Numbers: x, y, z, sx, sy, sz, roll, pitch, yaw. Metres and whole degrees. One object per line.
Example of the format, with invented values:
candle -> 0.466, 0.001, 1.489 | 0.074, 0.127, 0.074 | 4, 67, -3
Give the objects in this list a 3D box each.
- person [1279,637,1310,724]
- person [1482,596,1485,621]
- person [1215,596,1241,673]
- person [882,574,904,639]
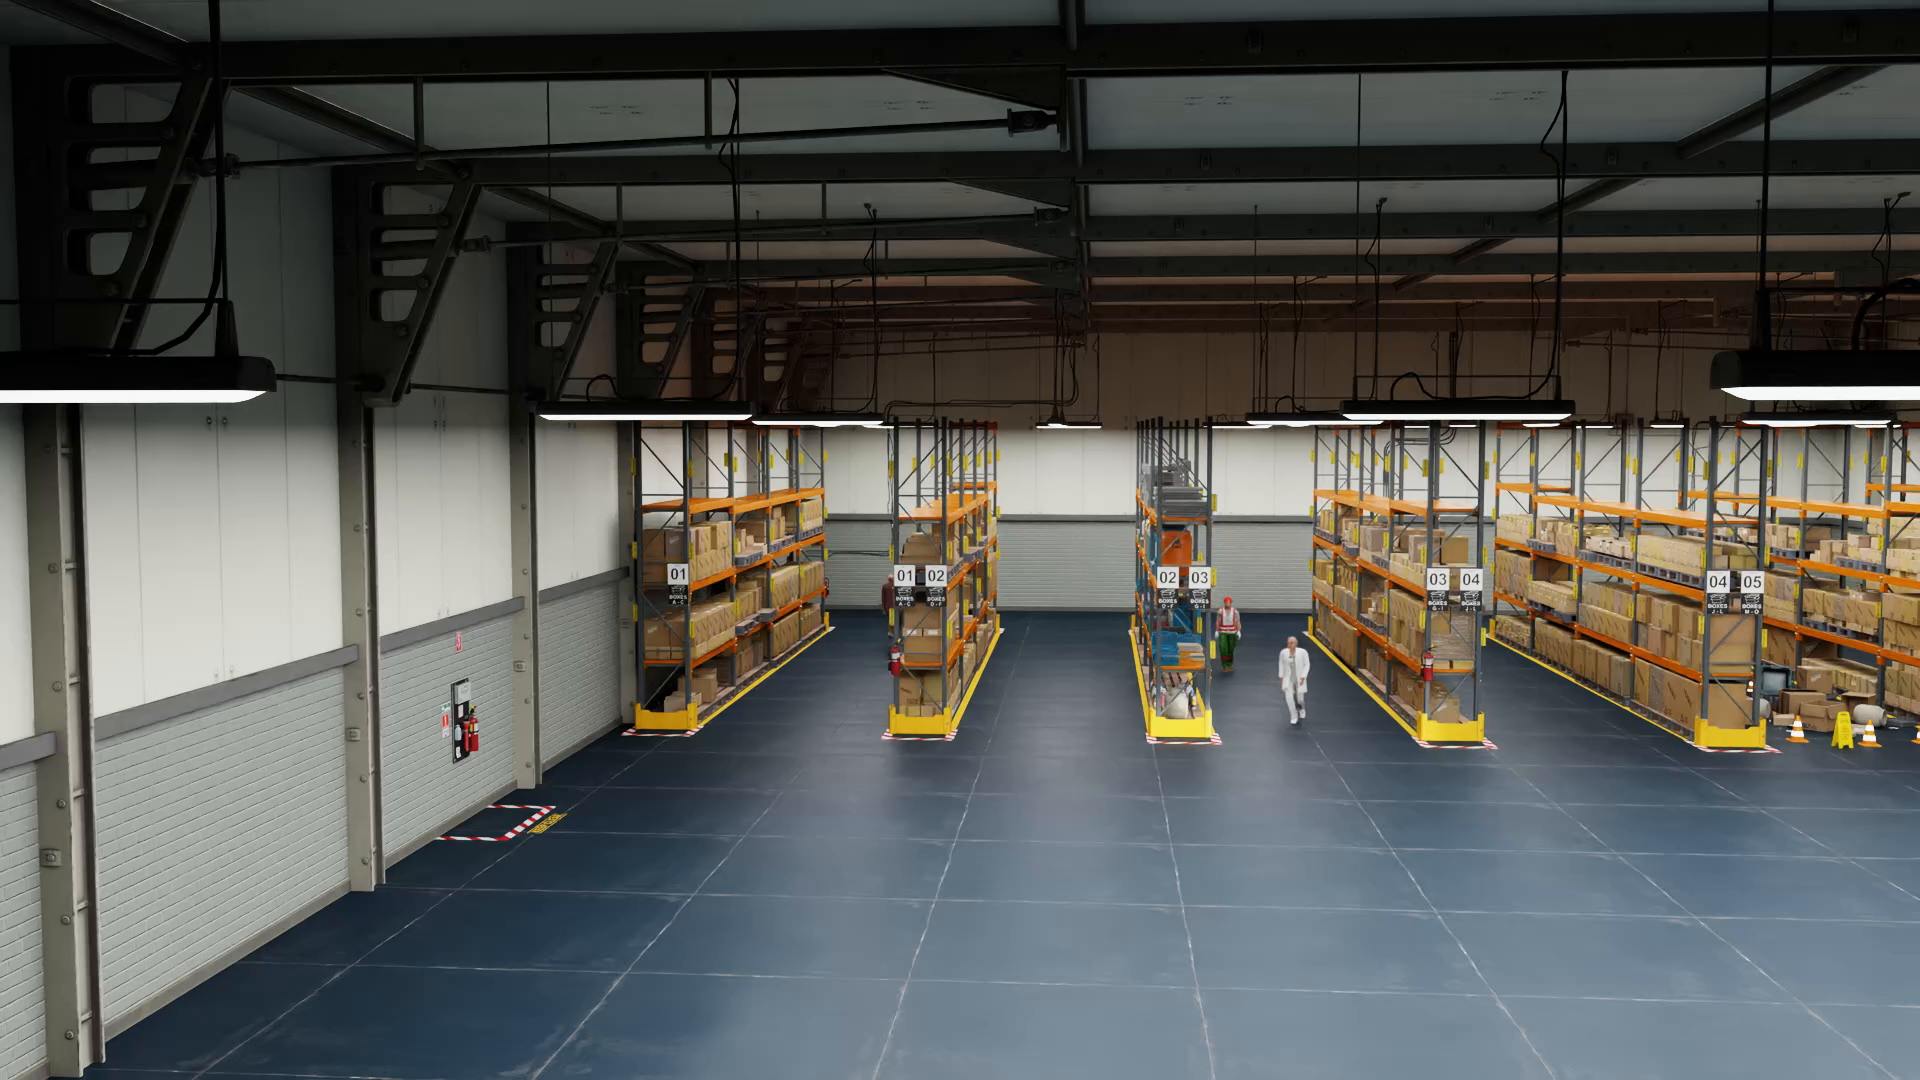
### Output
person -> 6.599, 2.738, 32.845 | 0.620, 1.695, 0.848 | 1, 4, 19
person -> 13.516, 1.983, 43.904 | 0.685, 1.704, 1.077 | 1, 4, 8
person -> 6.389, 2.261, 39.669 | 0.611, 1.846, 0.557 | 0, 4, 6
person -> -1.813, 1.780, 44.079 | 0.626, 1.768, 0.608 | 3, 4, 34
